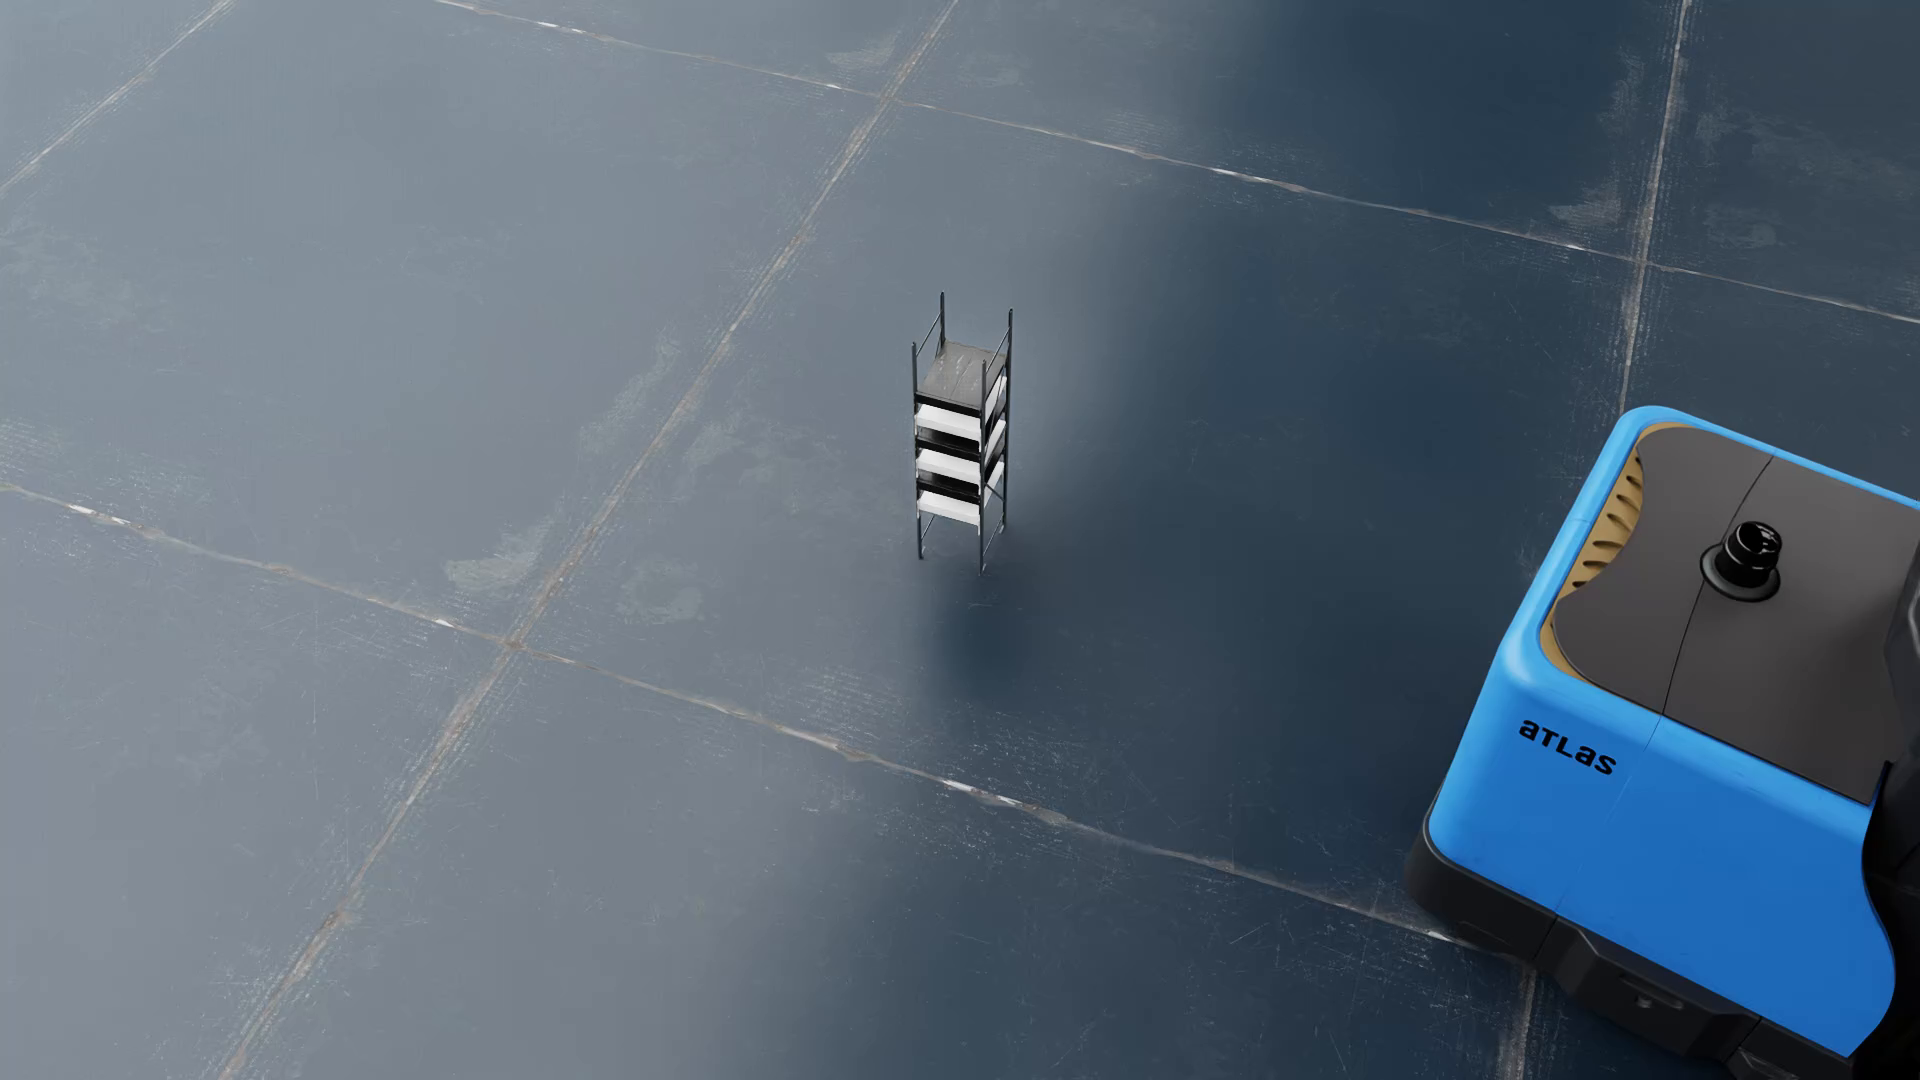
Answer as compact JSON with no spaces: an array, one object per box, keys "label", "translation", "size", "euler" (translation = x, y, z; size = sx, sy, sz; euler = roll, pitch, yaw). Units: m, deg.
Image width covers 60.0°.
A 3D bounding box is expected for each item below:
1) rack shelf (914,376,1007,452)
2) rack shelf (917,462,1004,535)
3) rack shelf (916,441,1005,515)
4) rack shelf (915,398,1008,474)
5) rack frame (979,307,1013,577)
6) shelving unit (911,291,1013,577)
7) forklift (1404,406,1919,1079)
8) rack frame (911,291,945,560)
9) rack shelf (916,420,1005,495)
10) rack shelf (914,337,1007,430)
[{"label":"rack shelf","translation":[0.008,-0.389,4.797],"size":[0.200,0.077,0.258],"euler":[16,51,13]},{"label":"rack shelf","translation":[0.008,-0.153,5.069],"size":[0.200,0.077,0.258],"euler":[16,51,13]},{"label":"rack shelf","translation":[0.008,-0.212,5.001],"size":[0.200,0.077,0.258],"euler":[16,51,13]},{"label":"rack shelf","translation":[0.008,-0.330,4.865],"size":[0.200,0.077,0.258],"euler":[16,51,13]},{"label":"rack frame","translation":[0.103,-0.266,4.885],"size":[0.006,0.900,0.240],"euler":[16,51,13]},{"label":"shelving unit","translation":[0.008,-0.293,4.908],"size":[0.210,0.900,0.258],"euler":[16,51,13]},{"label":"forklift","translation":[2.689,0.288,3.061],"size":[3.031,2.935,1.130],"euler":[26,54,20]},{"label":"rack frame","translation":[-0.088,-0.319,4.931],"size":[0.006,0.900,0.240],"euler":[16,51,13]},{"label":"rack shelf","translation":[0.008,-0.271,4.933],"size":[0.200,0.077,0.258],"euler":[16,51,13]},{"label":"rack shelf","translation":[0.008,-0.448,4.729],"size":[0.200,0.077,0.258],"euler":[16,51,13]}]
